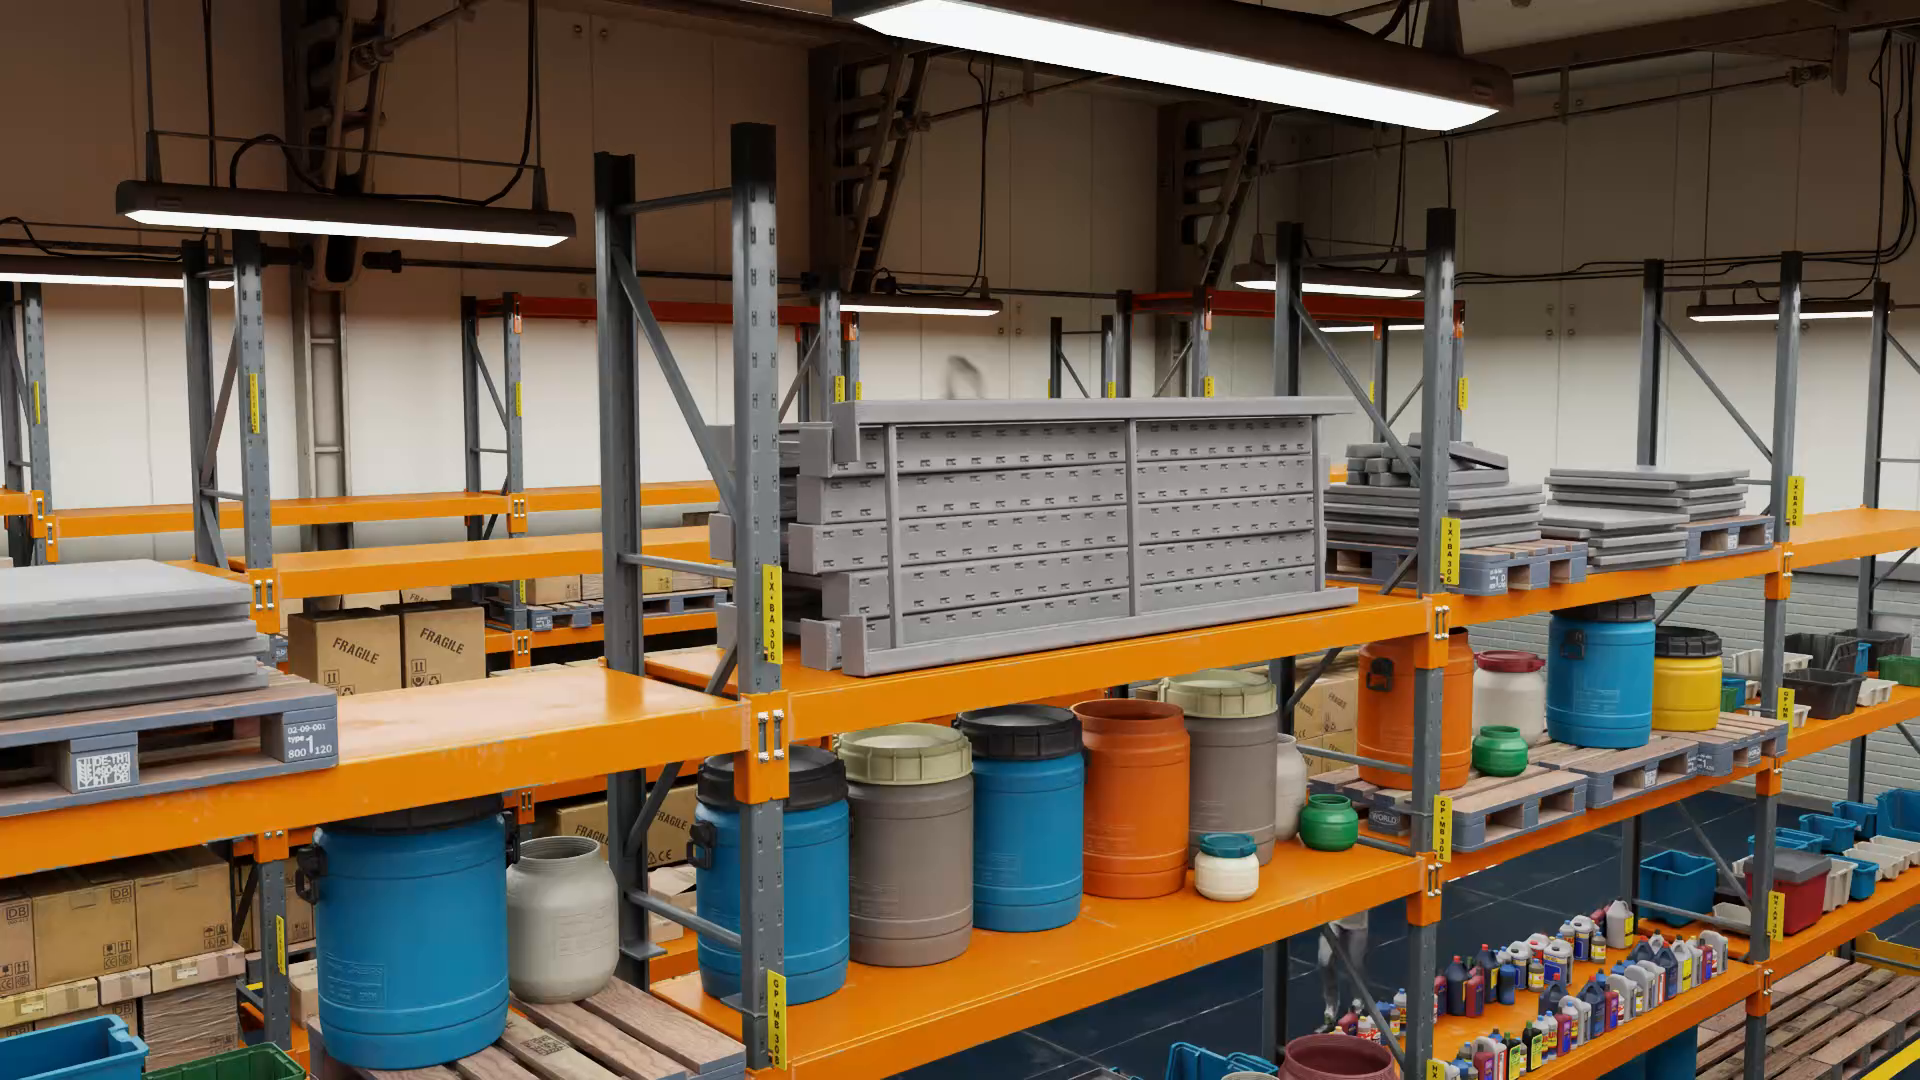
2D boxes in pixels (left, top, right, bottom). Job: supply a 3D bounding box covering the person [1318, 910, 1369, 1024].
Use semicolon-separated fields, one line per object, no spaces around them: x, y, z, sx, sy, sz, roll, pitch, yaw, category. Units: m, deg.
3.093;3.106;13.376;0.503;1.617;0.682;3;6;32;person
